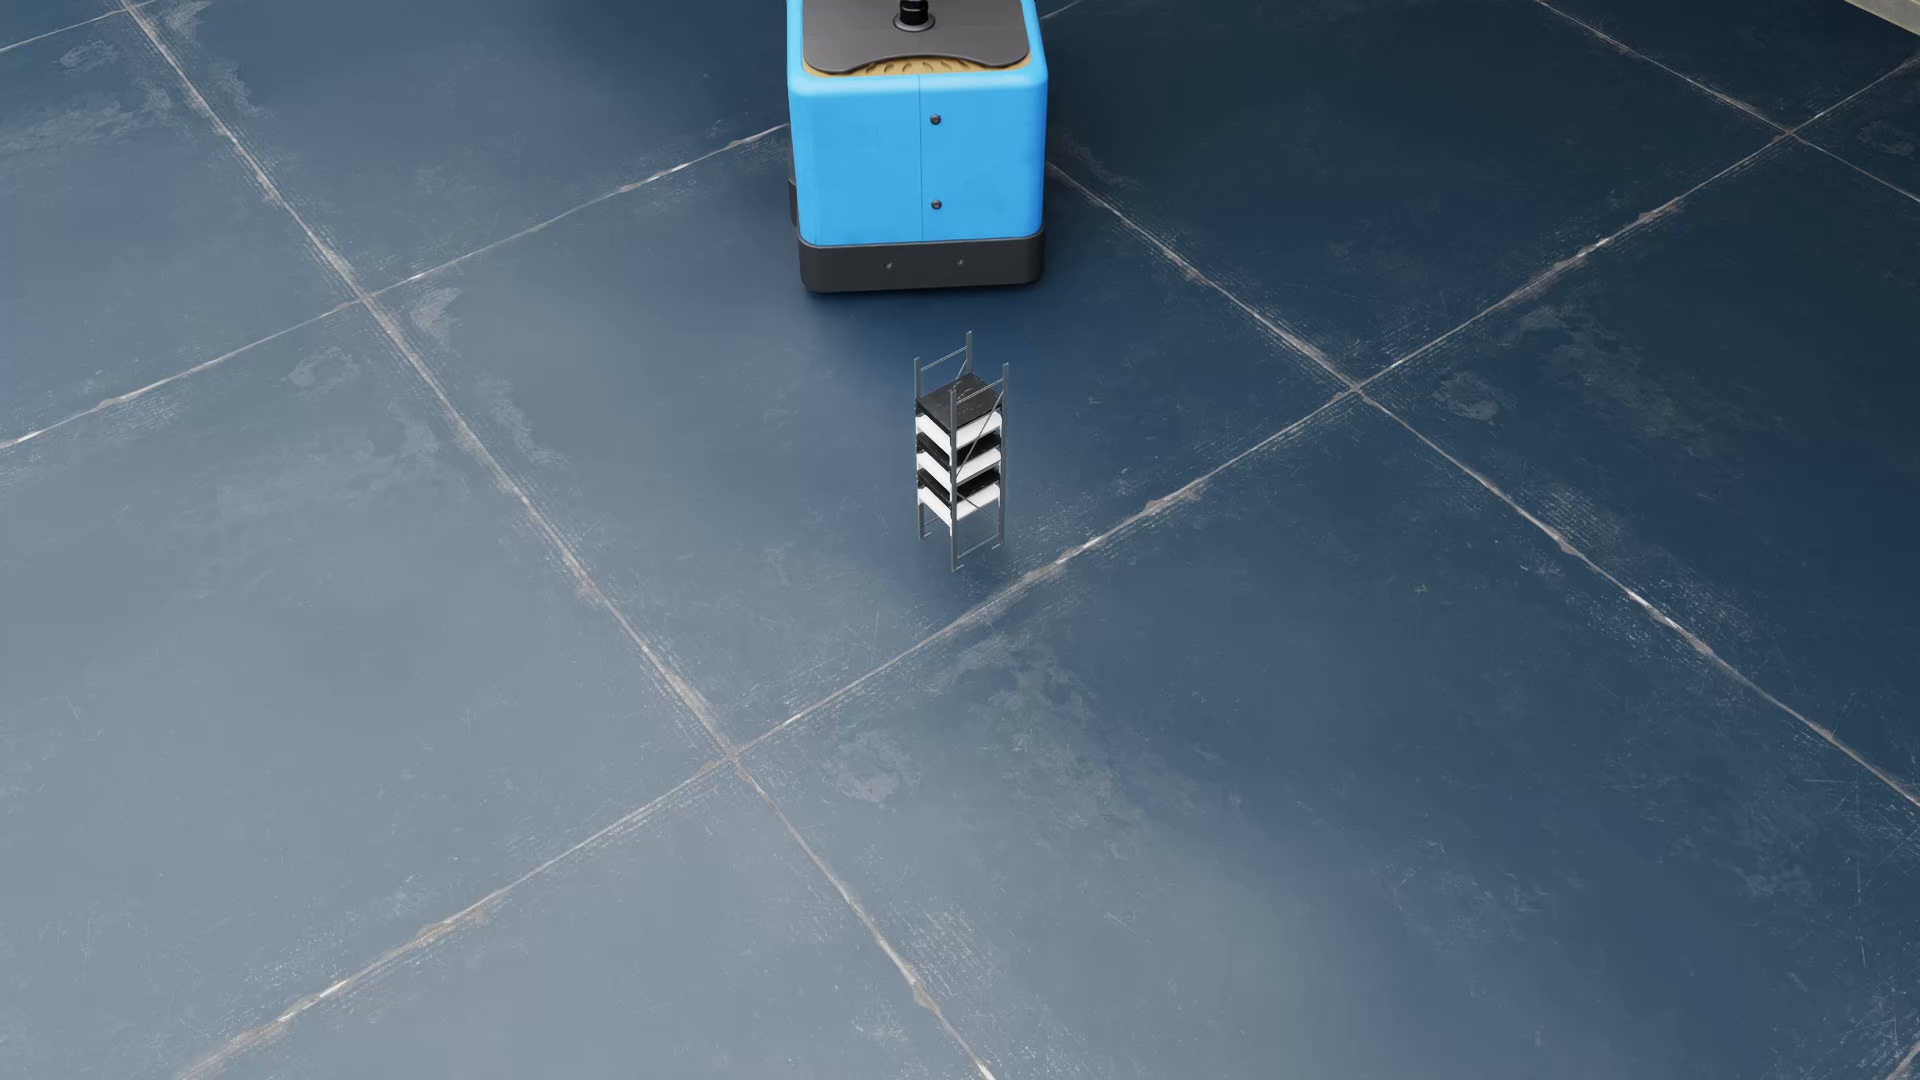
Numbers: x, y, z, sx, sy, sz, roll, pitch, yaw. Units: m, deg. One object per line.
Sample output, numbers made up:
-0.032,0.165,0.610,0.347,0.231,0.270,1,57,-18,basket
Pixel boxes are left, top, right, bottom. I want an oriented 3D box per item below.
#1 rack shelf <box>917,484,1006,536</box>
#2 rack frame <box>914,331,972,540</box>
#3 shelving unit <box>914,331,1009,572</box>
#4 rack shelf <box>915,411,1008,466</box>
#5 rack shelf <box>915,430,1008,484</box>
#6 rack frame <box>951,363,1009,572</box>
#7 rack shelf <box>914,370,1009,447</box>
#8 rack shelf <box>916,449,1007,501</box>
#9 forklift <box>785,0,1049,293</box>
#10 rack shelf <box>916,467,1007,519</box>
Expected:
0.005,-0.154,6.070,0.258,0.077,0.200,-29,54,-24,rack shelf
-0.057,-0.357,5.967,0.240,0.900,0.006,-29,54,-24,rack frame
0.005,-0.297,5.912,0.258,0.900,0.210,-29,54,-24,shelving unit
0.005,-0.396,5.804,0.258,0.077,0.200,-29,54,-24,rack shelf
0.005,-0.336,5.870,0.258,0.077,0.200,-29,54,-24,rack shelf
0.066,-0.238,5.858,0.240,0.900,0.006,-29,54,-24,rack frame
0.005,-0.456,5.737,0.258,0.077,0.200,-29,54,-24,rack shelf
0.005,-0.275,5.937,0.258,0.077,0.200,-29,54,-24,rack shelf
-0.263,-3.134,7.113,1.130,2.935,3.031,-3,48,-3,forklift
0.005,-0.215,6.004,0.258,0.077,0.200,-29,54,-24,rack shelf
